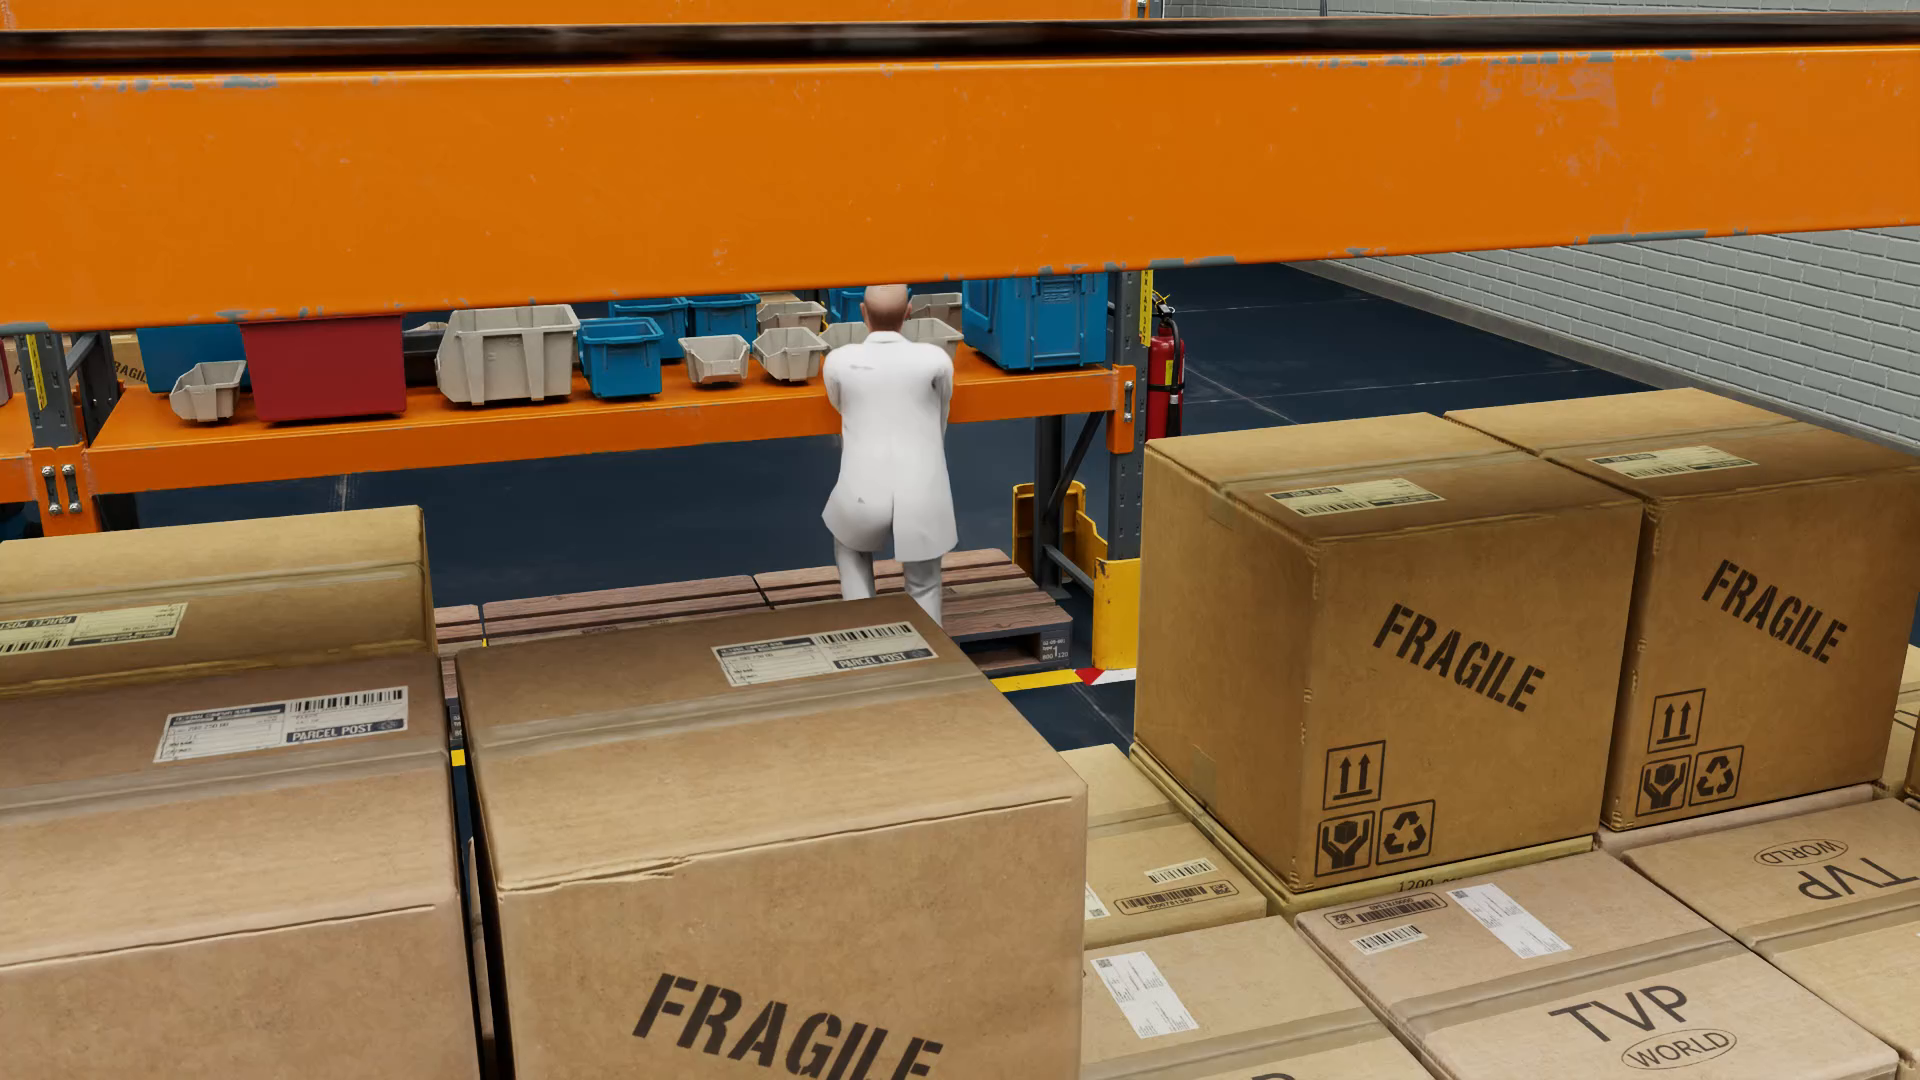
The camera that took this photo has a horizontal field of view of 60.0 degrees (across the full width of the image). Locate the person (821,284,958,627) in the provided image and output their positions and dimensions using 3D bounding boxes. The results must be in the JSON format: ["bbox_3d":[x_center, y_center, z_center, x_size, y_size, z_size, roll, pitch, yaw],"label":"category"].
[{"bbox_3d":[-0.267,-0.204,6.687,0.515,1.780,0.557,-1,19,-2],"label":"person"}]
